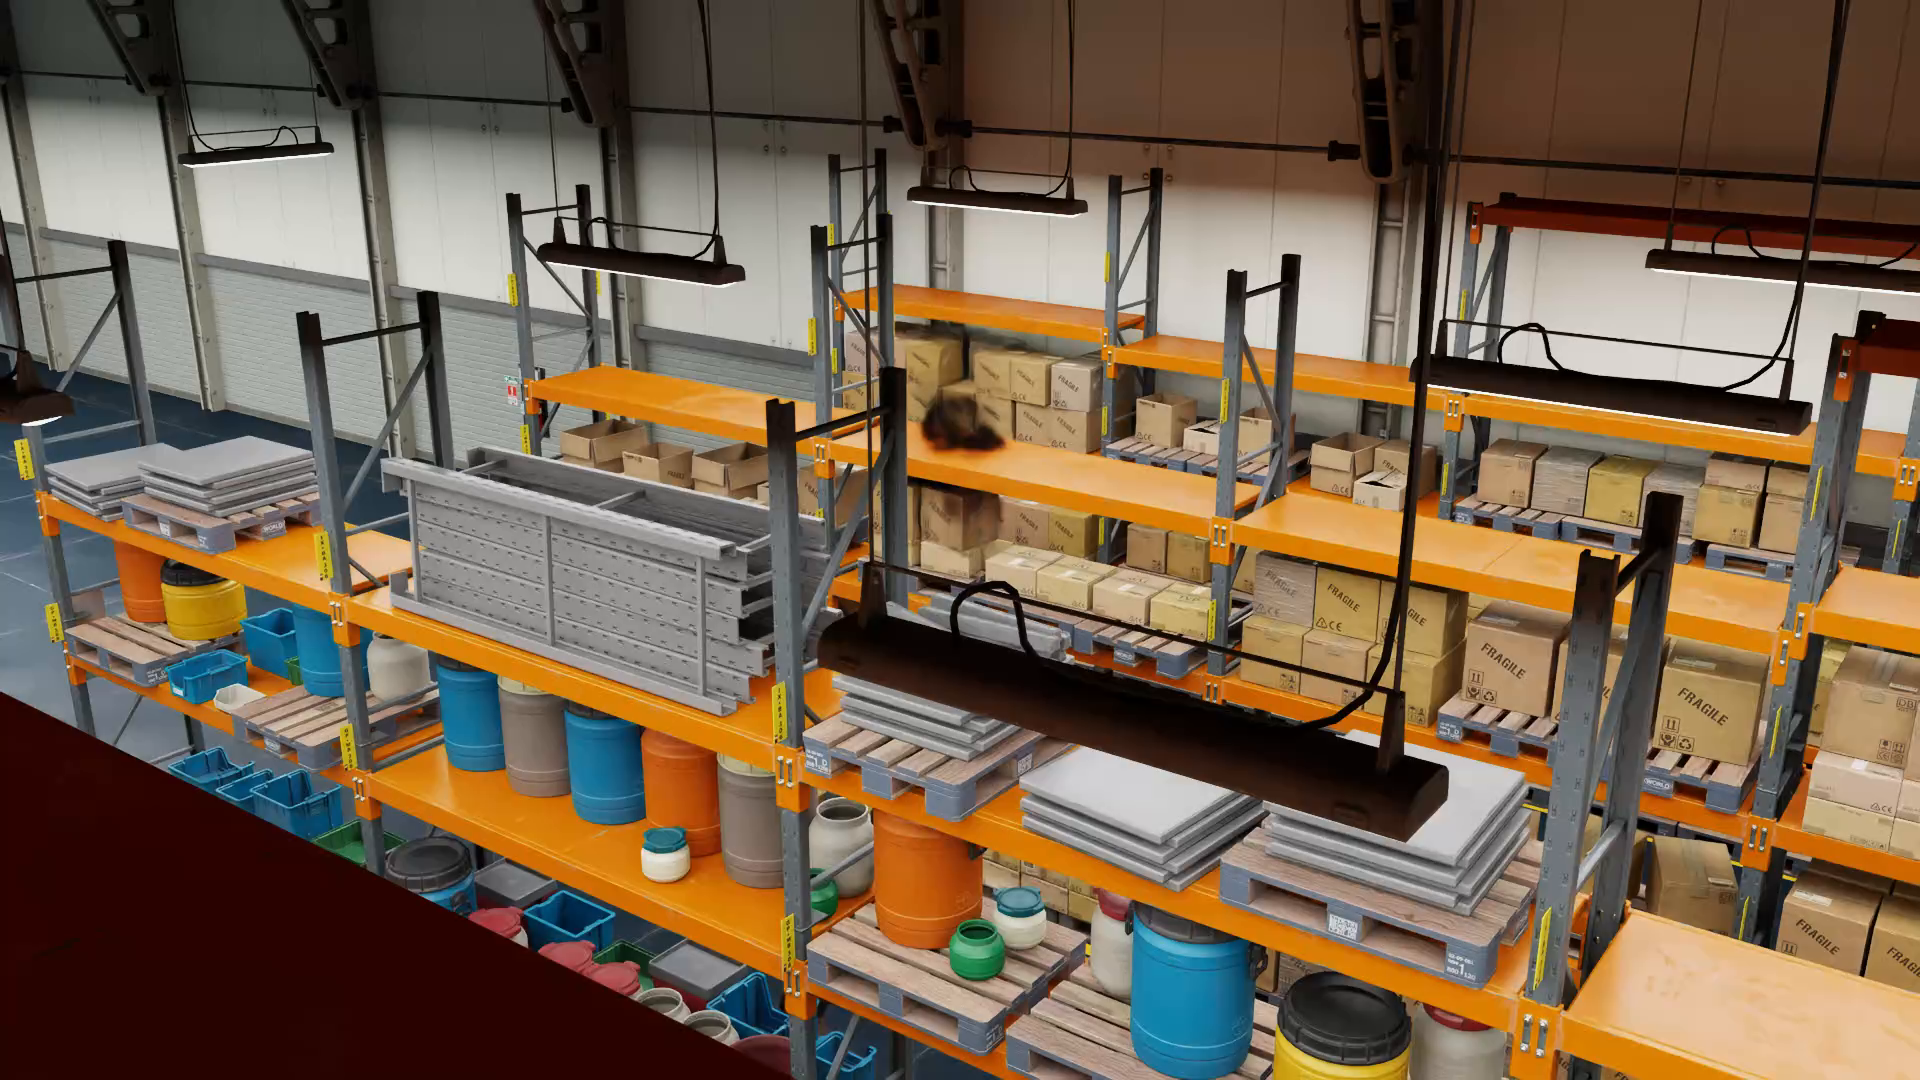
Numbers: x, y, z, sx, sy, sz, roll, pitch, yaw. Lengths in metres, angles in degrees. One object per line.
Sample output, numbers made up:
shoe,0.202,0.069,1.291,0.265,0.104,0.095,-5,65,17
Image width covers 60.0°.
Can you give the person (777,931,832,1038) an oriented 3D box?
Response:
person,-1.145,3.312,12.552,0.591,1.675,0.687,15,23,37
